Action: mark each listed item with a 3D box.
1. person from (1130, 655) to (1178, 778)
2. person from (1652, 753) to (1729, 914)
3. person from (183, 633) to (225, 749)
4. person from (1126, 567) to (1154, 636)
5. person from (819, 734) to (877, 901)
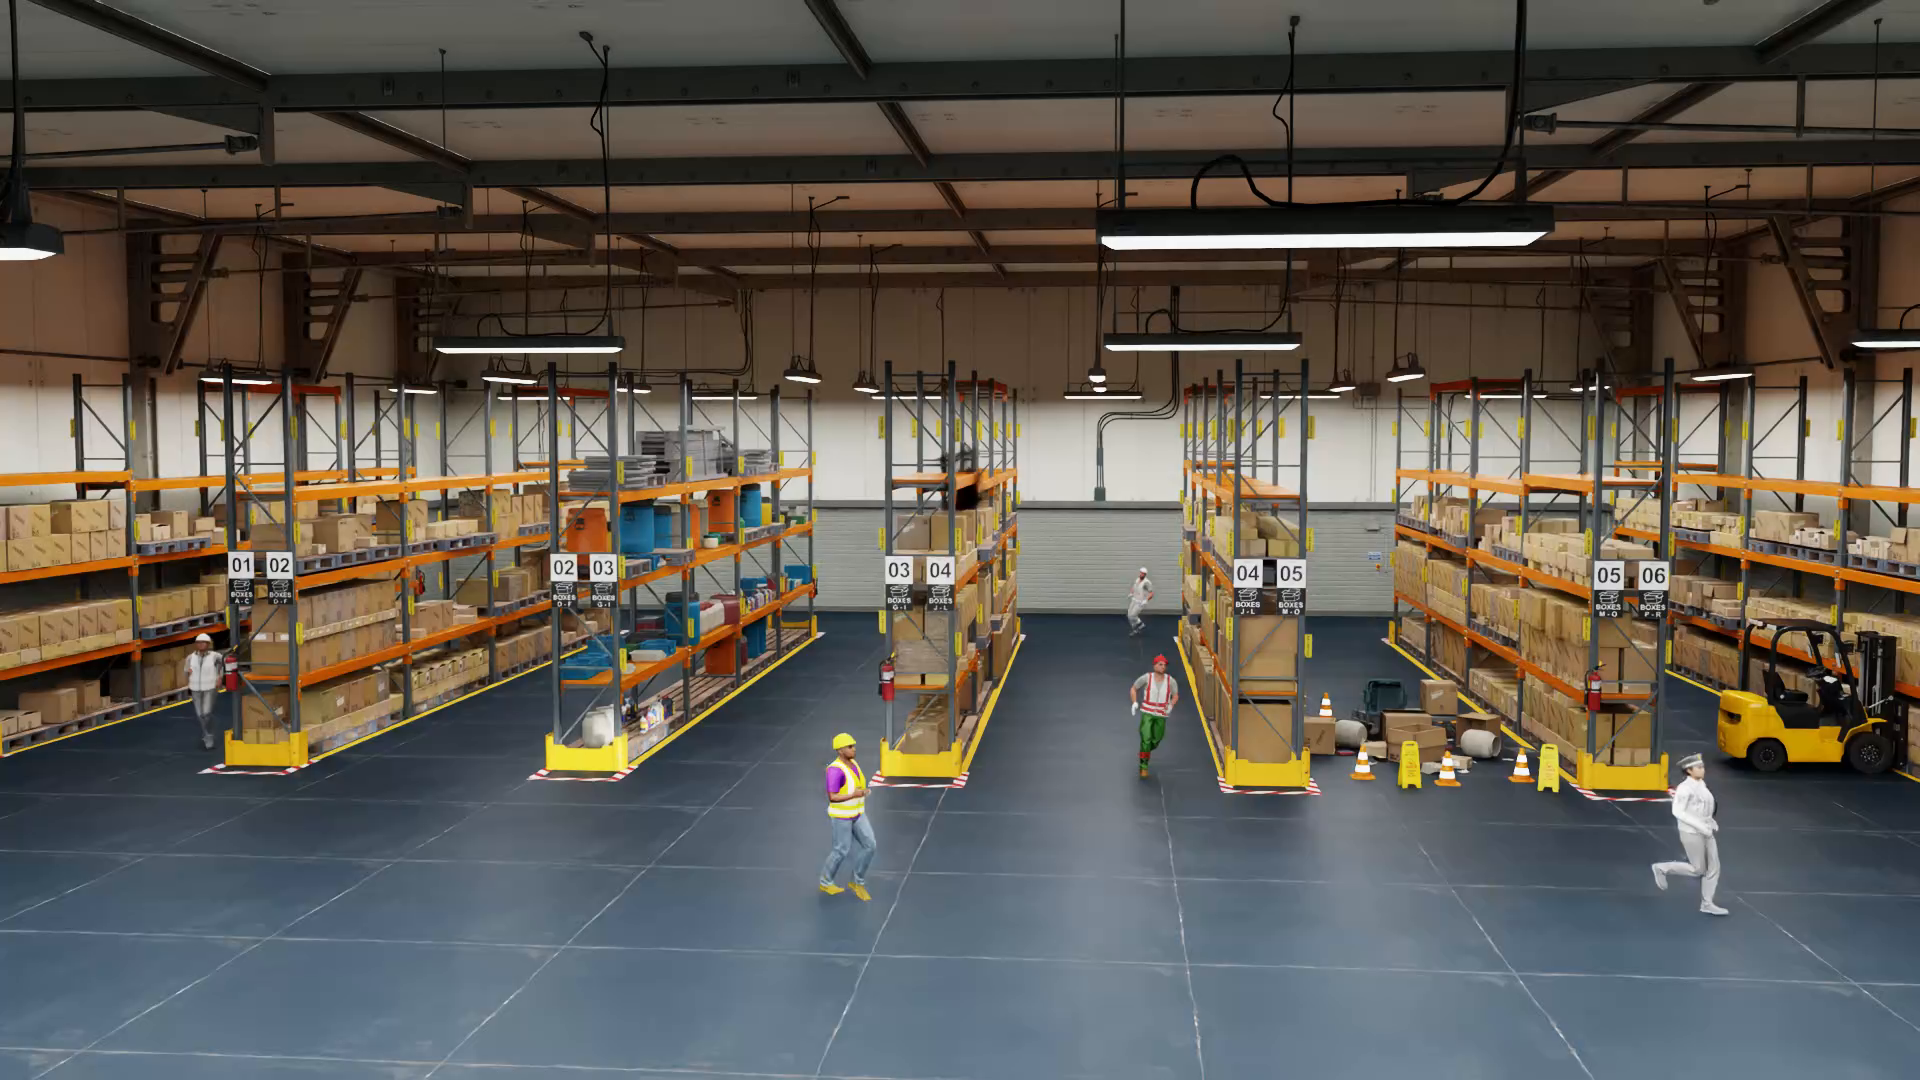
[{"bbox_3d":[2.839,2.551,24.298,0.706,1.758,0.788,0,4,-1],"label":"person"},{"bbox_3d":[7.676,3.037,17.371,0.632,1.651,0.778,-3,5,-40],"label":"person"},{"bbox_3d":[-11.978,2.389,26.355,0.637,1.814,0.711,0,4,-4],"label":"person"},{"bbox_3d":[4.325,1.505,40.238,0.527,1.701,0.732,-2,4,-31],"label":"person"},{"bbox_3d":[-1.181,2.961,17.697,0.706,1.812,0.673,2,4,30],"label":"person"}]
